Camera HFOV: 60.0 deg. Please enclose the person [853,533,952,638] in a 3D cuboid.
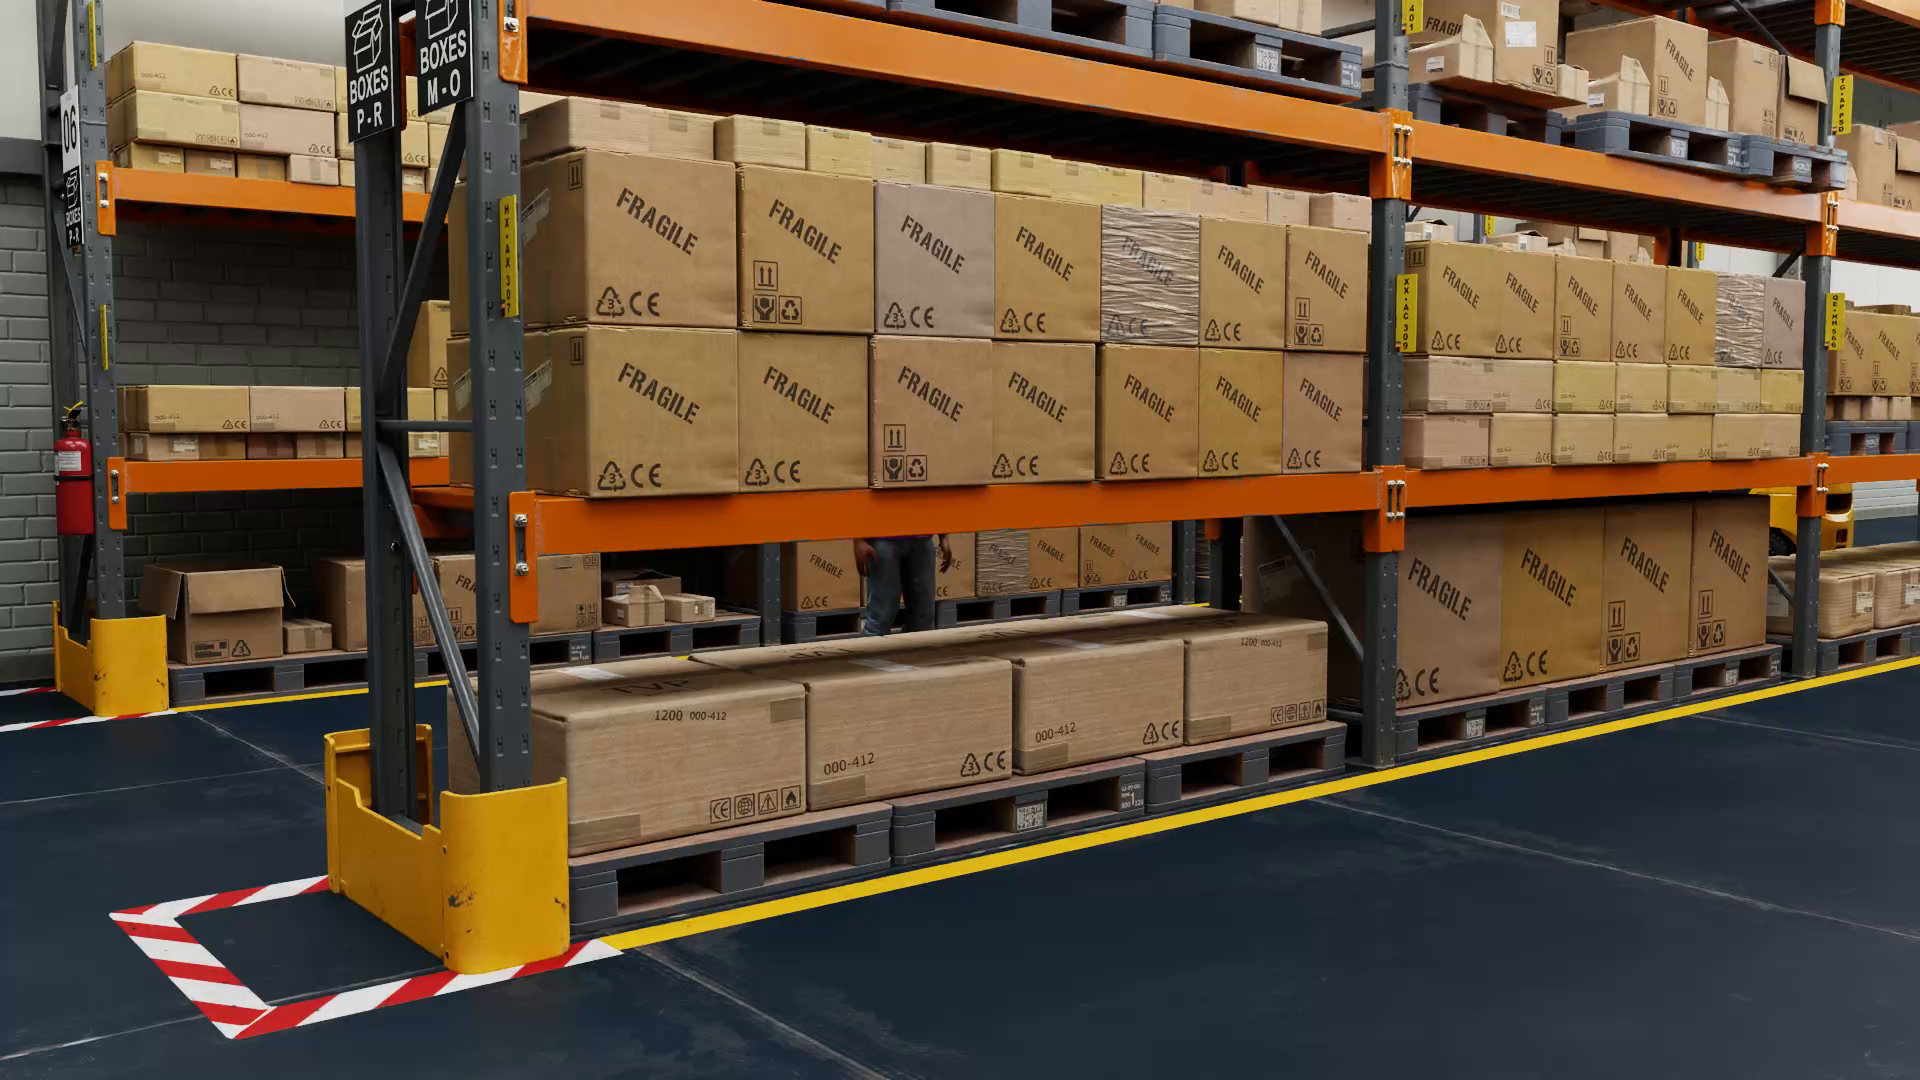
[{"bbox_3d":[-0.304,0.012,8.706,0.626,1.761,0.459,-3,5,-39],"label":"person"}]
